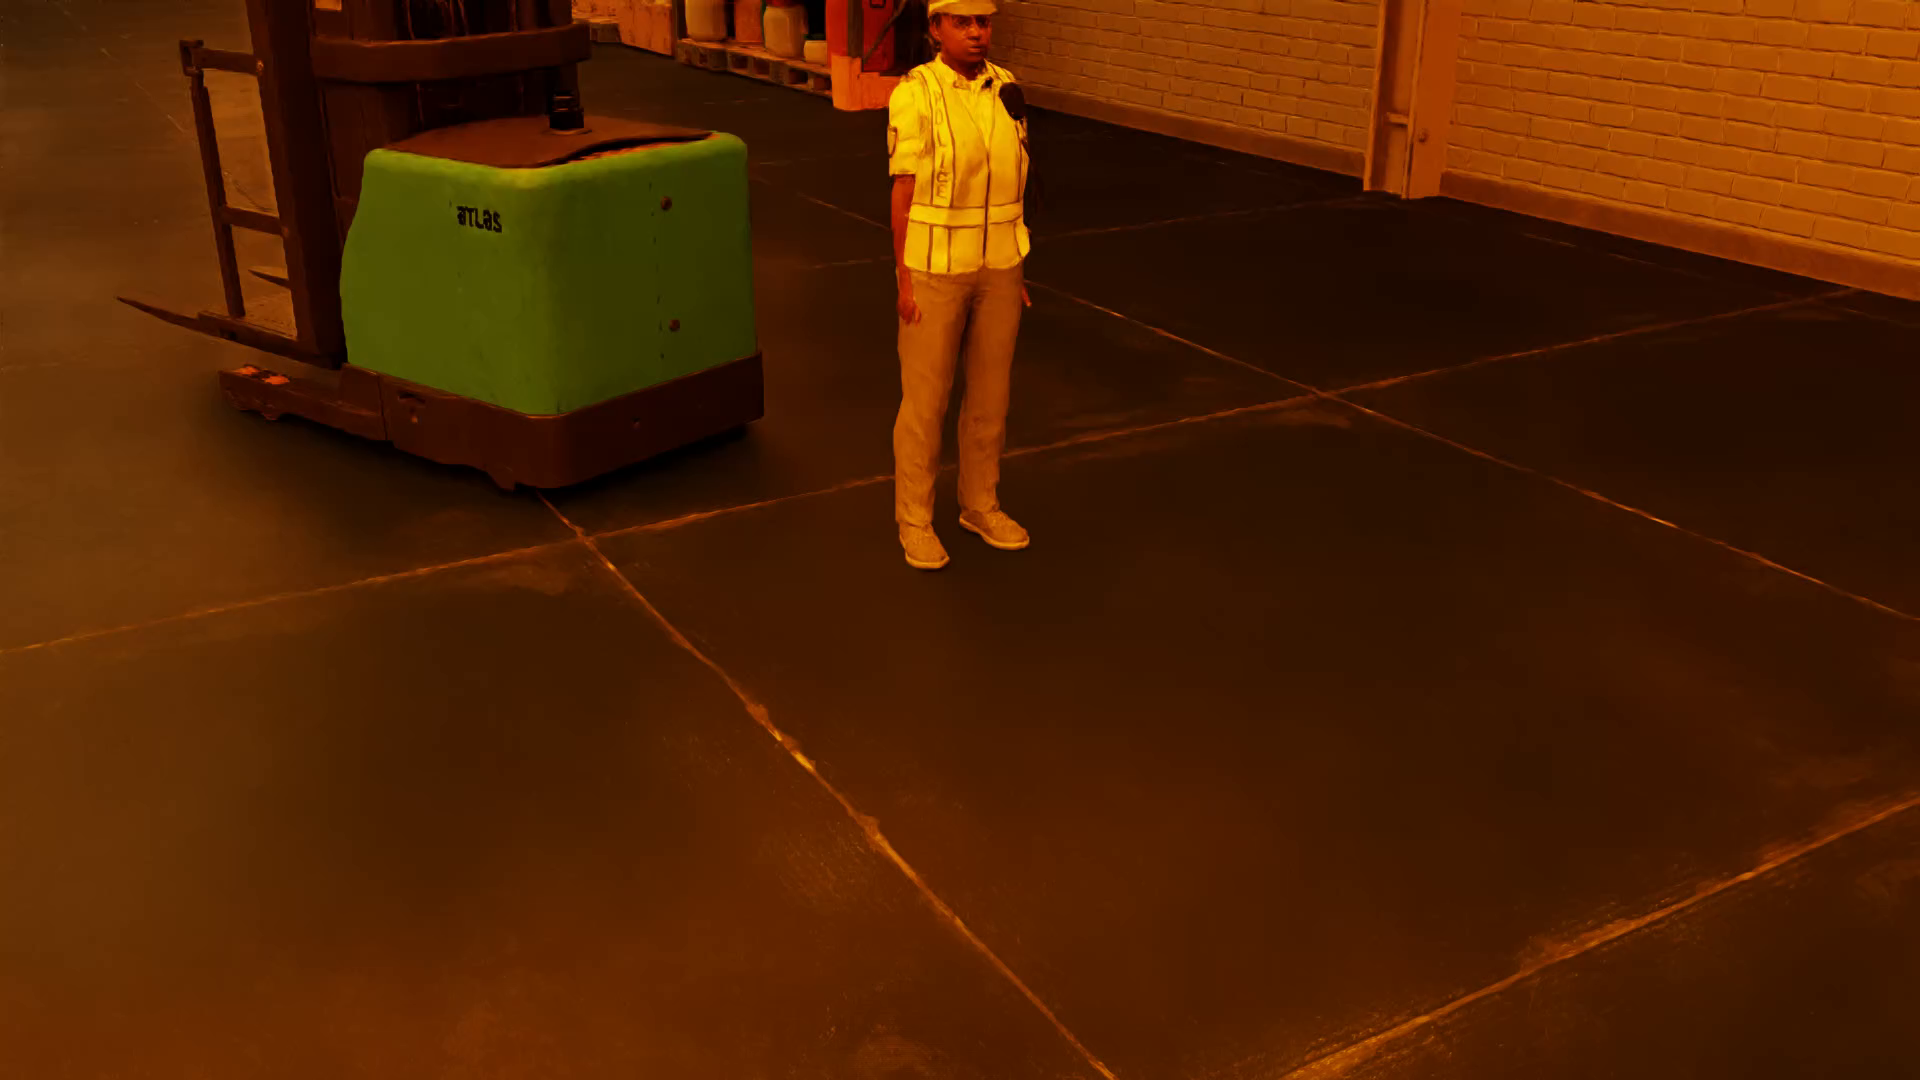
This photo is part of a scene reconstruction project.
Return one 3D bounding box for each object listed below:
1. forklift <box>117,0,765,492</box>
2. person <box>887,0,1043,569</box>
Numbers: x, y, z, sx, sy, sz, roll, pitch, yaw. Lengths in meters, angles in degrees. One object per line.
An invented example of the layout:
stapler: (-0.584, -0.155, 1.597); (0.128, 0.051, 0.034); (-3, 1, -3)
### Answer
forklift: (-2.192, -1.946, 6.017); (3.031, 2.935, 1.130); (16, 27, 34)
person: (0.004, -0.772, 4.795); (0.446, 1.692, 0.338); (-12, 25, -28)
